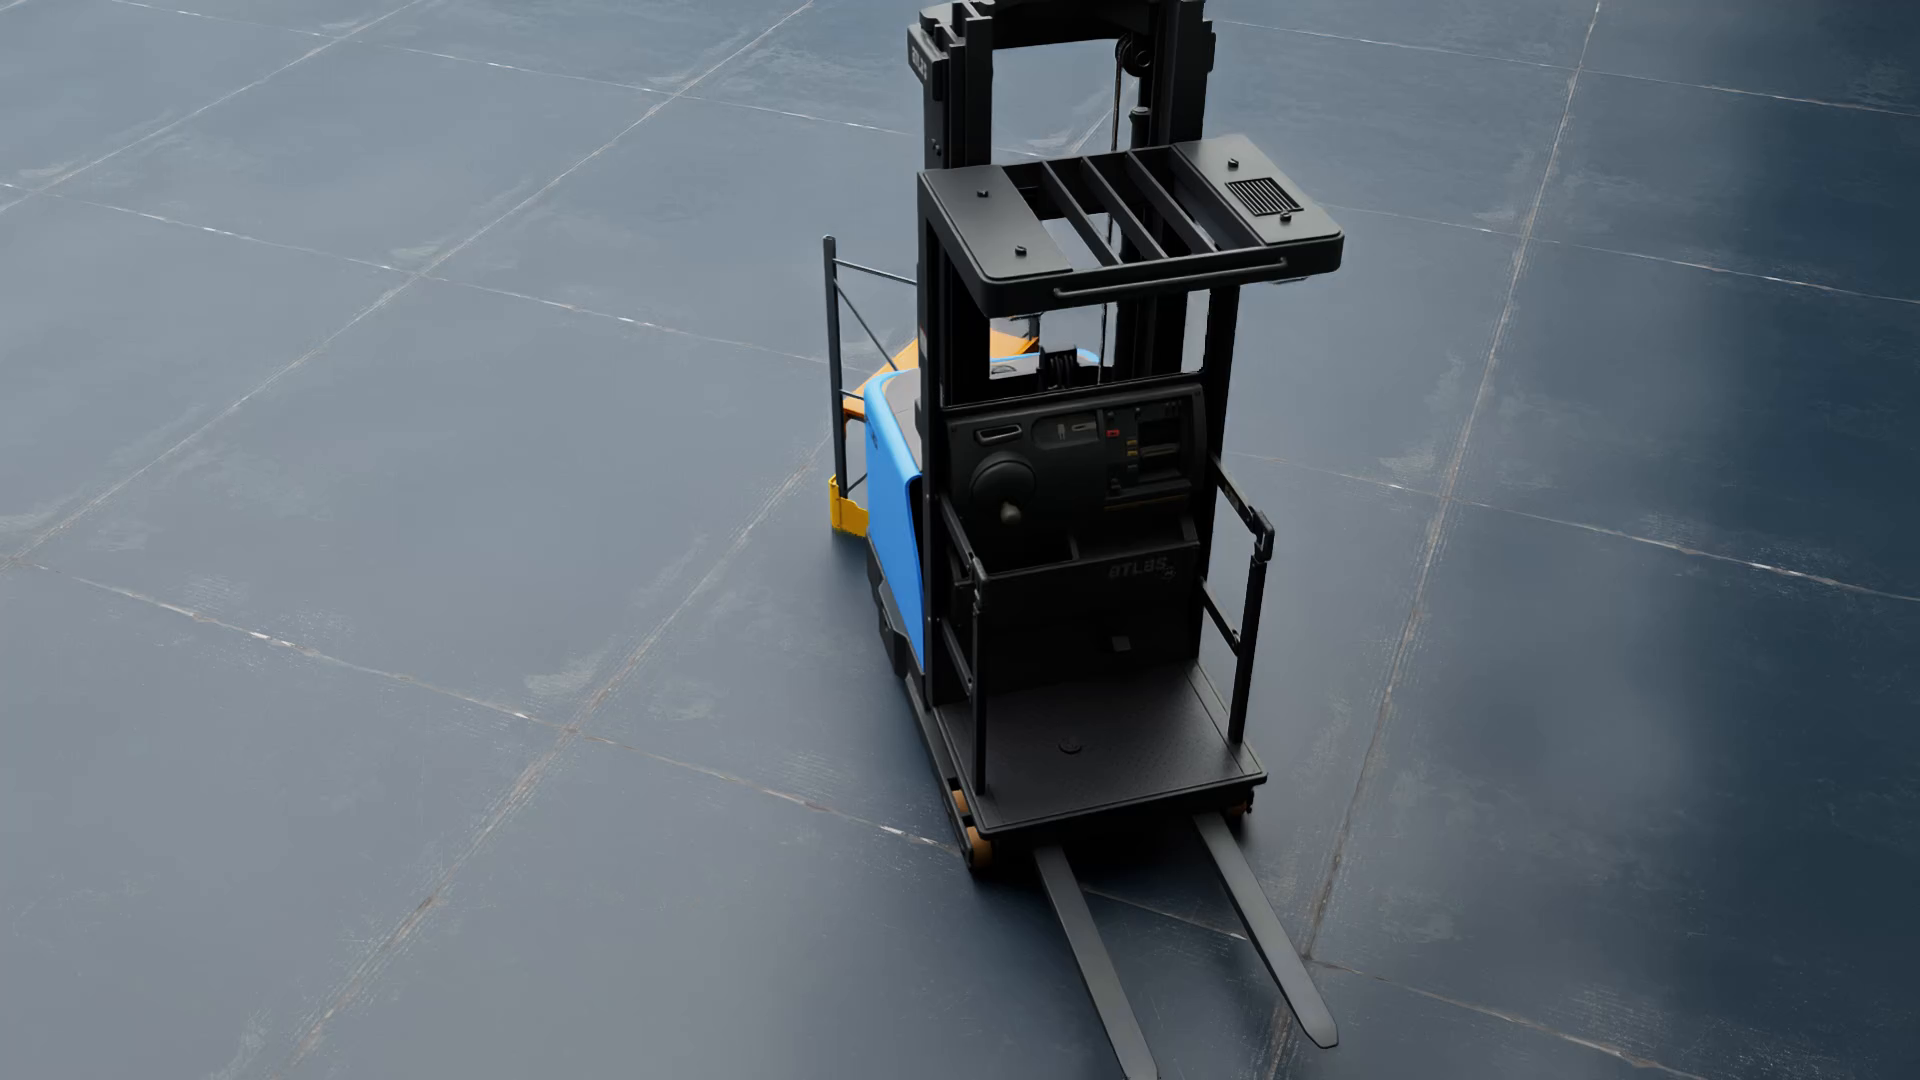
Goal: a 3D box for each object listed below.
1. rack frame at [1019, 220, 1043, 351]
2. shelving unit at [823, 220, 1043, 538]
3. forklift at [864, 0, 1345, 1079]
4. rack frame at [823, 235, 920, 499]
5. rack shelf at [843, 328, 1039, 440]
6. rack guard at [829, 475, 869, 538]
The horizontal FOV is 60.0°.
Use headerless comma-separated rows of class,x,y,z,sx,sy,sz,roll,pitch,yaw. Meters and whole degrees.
rack frame,0.157,-1.122,7.999,0.500,1.500,0.032,19,41,23
shelving unit,-0.092,-0.863,7.652,0.587,1.500,1.083,19,41,23
forklift,0.471,-0.224,5.601,1.130,2.935,3.031,-9,38,-12
rack frame,-0.349,-0.594,7.293,0.500,1.500,0.032,19,41,23
rack shelf,-0.096,-0.714,7.753,0.538,0.185,1.000,19,41,23
rack guard,-0.340,-0.104,7.680,0.587,0.250,0.087,19,41,23
